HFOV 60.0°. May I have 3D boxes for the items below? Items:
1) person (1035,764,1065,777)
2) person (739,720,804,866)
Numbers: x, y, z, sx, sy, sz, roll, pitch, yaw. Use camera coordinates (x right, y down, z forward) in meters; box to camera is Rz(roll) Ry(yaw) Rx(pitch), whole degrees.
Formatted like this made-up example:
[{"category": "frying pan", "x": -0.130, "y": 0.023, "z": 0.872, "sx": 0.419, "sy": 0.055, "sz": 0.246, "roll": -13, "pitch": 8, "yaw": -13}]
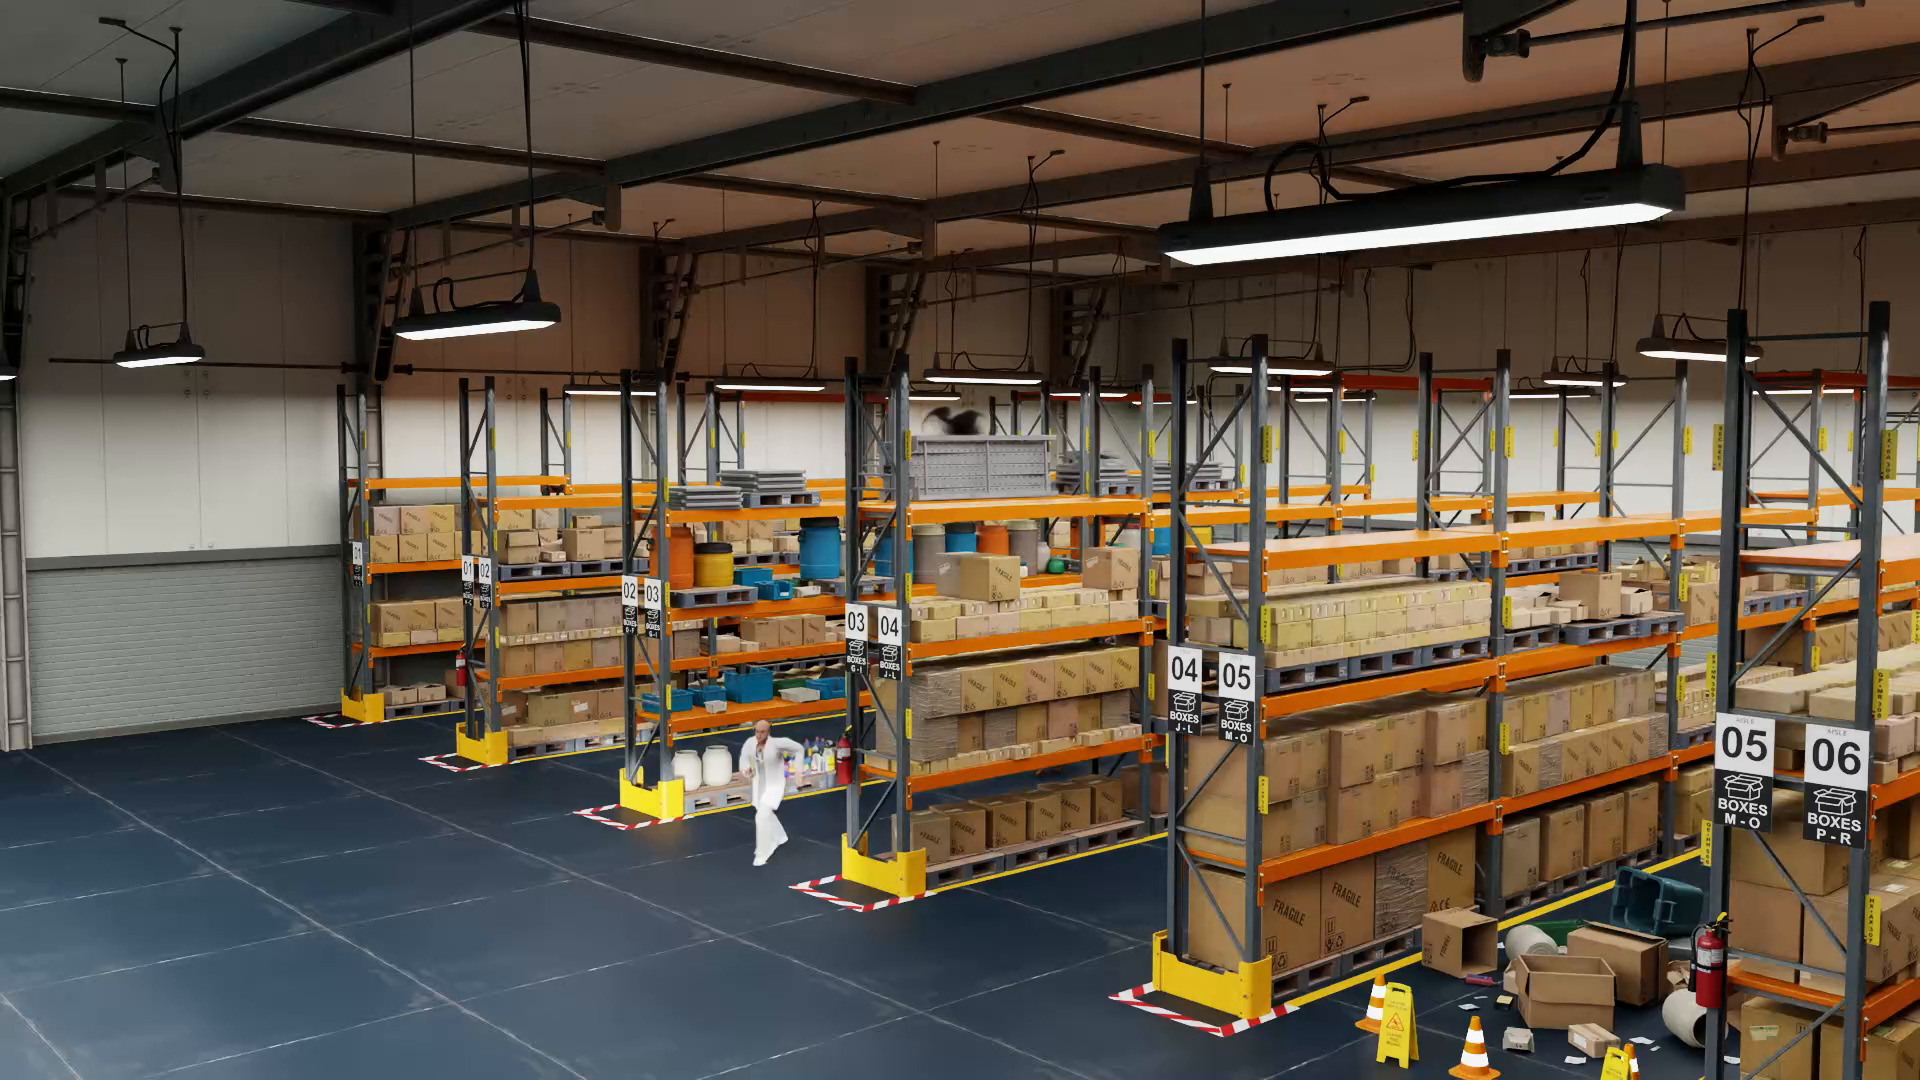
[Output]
[{"category": "person", "x": 1.292, "y": 2.658, "z": 24.752, "sx": 0.643, "sy": 1.723, "sz": 0.923, "roll": 2, "pitch": 4, "yaw": 34}, {"category": "person", "x": -2.237, "y": 3.035, "z": 19.942, "sx": 0.766, "sy": 1.819, "sz": 0.933, "roll": 2, "pitch": 4, "yaw": 27}]
